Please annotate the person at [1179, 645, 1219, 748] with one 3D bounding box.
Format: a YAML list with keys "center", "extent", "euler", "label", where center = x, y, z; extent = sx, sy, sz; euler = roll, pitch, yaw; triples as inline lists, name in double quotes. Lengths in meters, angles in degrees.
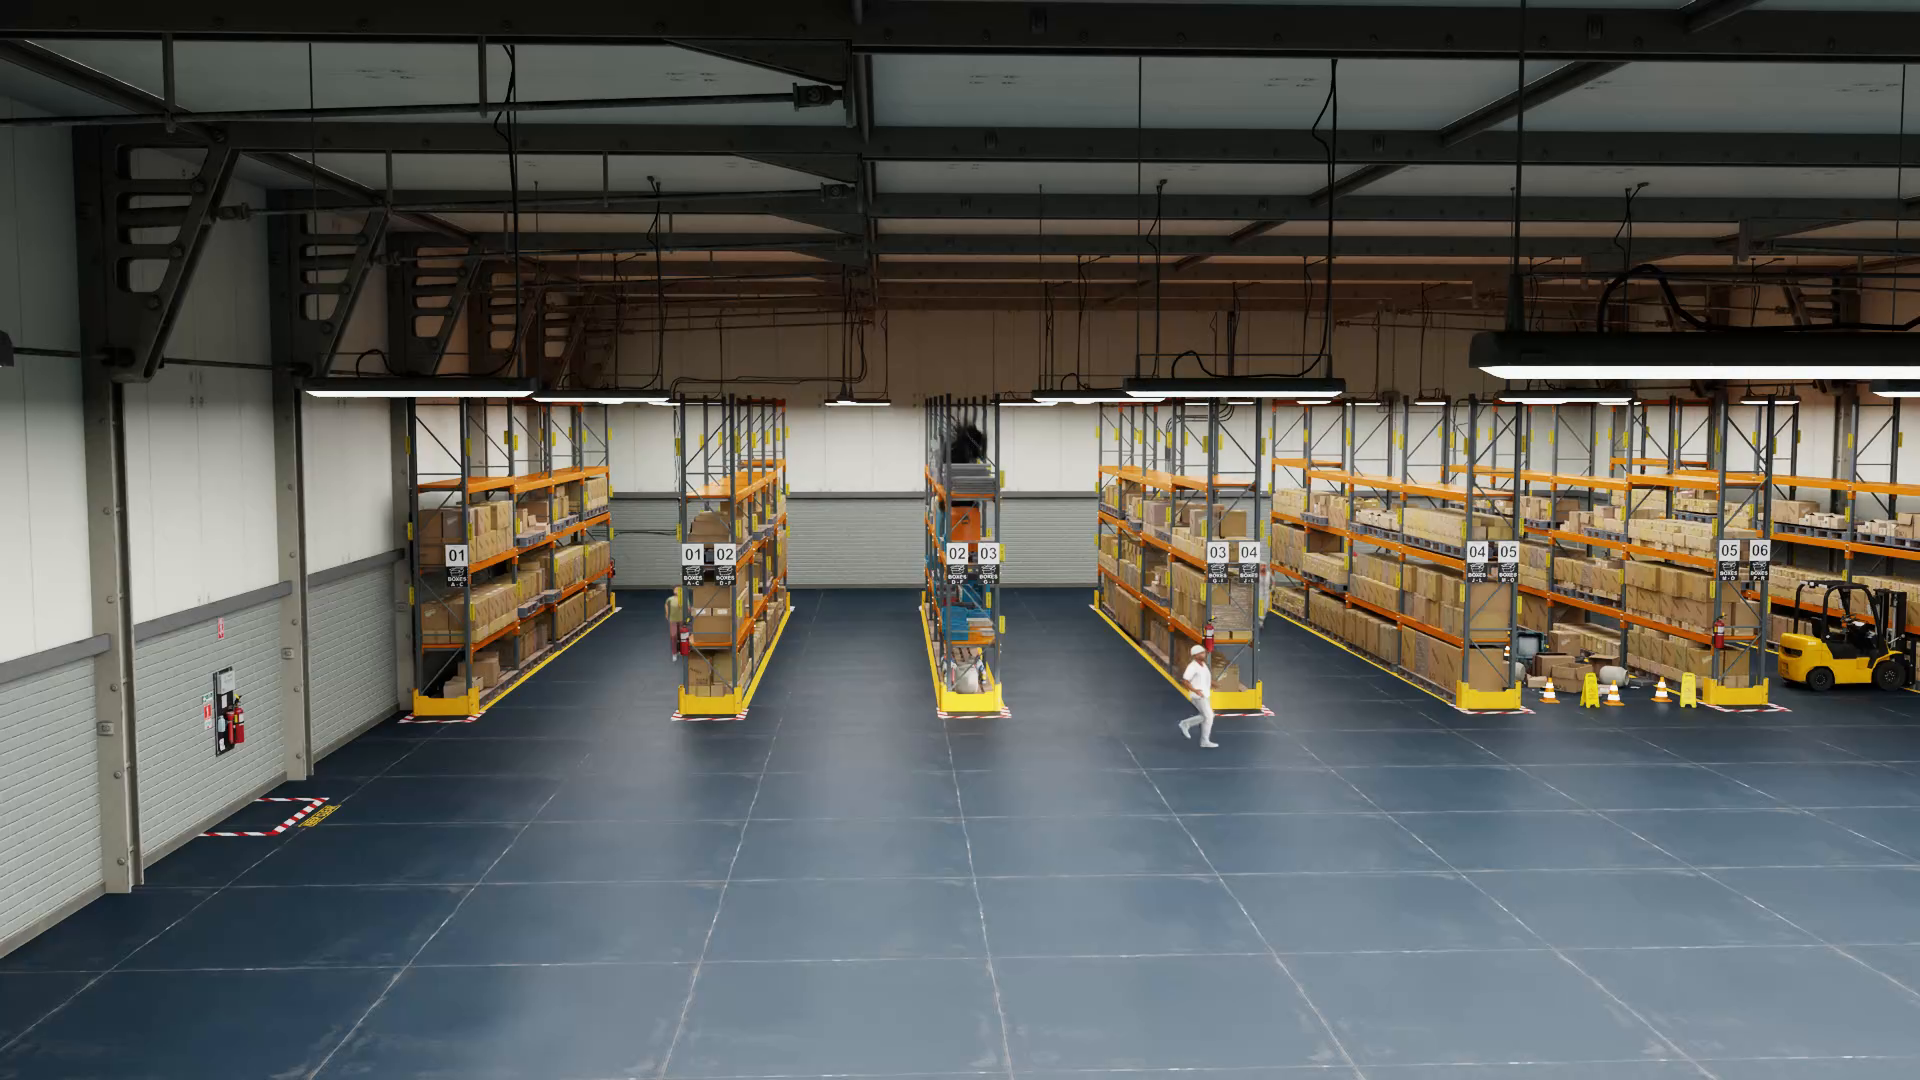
- center: [4.027, 2.638, 28.150]
  extent: [0.753, 1.726, 0.707]
  euler: [3, 5, 29]
  label: "person"

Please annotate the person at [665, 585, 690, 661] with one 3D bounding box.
- center: [-6.450, 1.862, 37.982]
  extent: [0.569, 1.668, 0.956]
  euler: [-1, 5, -7]
  label: "person"

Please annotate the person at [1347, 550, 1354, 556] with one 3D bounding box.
- center: [10.870, 1.161, 46.317]
  extent: [0.642, 1.833, 0.893]
  euler: [0, 5, -4]
  label: "person"

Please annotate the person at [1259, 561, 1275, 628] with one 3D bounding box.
- center: [7.915, 1.428, 43.343]
  extent: [0.638, 1.750, 0.611]
  euler: [0, 5, -2]
  label: "person"
